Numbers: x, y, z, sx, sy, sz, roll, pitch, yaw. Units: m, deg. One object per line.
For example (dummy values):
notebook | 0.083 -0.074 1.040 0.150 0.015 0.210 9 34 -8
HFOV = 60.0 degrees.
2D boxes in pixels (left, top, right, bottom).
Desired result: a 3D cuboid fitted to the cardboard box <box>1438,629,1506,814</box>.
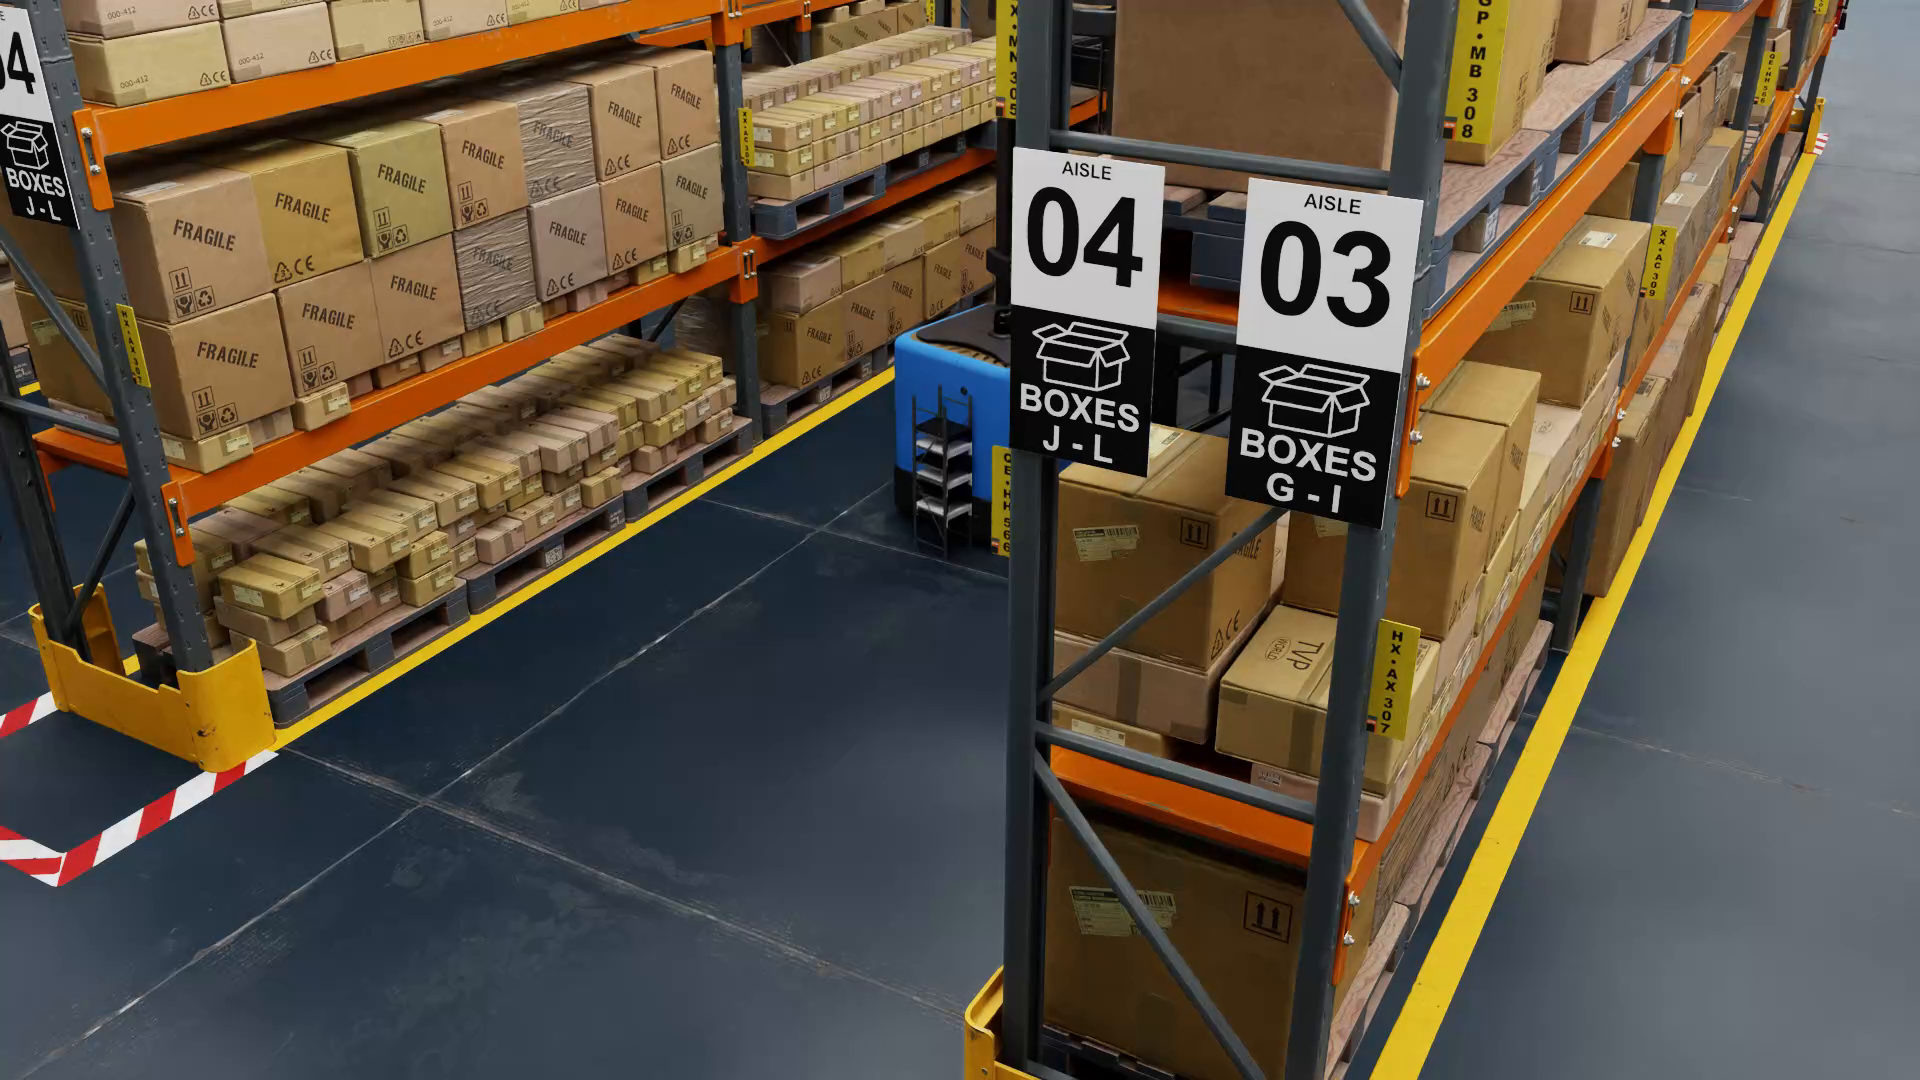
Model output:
cardboard box | 1.728 0.443 6.919 0.875 0.875 0.875 14 30 26

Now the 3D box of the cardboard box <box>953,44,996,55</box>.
cardboard box | 0.168 -3.451 11.939 0.380 0.149 0.250 15 30 28

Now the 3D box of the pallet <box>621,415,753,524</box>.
pallet | -2.003 -0.525 10.063 1.003 0.211 1.213 14 30 26

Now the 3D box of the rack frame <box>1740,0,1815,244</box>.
rack frame | 6.500 -4.028 13.945 1.000 3.000 0.127 14 30 26

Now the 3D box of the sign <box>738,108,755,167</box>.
sign | -1.227 -2.312 9.551 0.100 0.325 0.005 14 30 26

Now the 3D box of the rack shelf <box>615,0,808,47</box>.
rack shelf | -3.111 -5.109 16.909 1.077 0.370 4.000 14 30 26

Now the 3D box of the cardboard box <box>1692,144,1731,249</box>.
cardboard box | 4.255 -2.074 9.930 0.500 0.500 0.500 14 30 26

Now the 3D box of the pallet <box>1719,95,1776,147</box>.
pallet | 5.471 -3.164 12.433 1.003 0.211 1.213 14 30 26

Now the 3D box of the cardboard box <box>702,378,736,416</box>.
cardboard box | -1.582 -0.895 10.070 0.380 0.149 0.250 15 30 27

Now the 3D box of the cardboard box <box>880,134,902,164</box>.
cardboard box | -0.602 -2.572 10.849 0.380 0.149 0.250 13 29 24

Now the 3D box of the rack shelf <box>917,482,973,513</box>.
rack shelf | -0.094 -0.249 9.017 0.258 0.077 0.200 22 34 36

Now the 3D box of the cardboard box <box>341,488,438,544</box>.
cardboard box | -2.802 -0.110 8.170 0.380 0.149 0.250 13 29 24

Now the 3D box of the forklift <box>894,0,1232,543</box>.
forklift | 0.976 -1.813 9.598 1.130 2.935 3.031 22 34 36

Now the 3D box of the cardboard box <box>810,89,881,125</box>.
cardboard box | -0.724 -2.741 10.522 0.380 0.149 0.250 14 30 25

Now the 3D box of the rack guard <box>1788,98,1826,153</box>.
rack guard | 8.431 -4.439 17.560 1.175 0.500 0.348 14 30 26

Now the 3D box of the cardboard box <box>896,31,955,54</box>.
cardboard box | -0.262 -3.699 12.436 0.380 0.149 0.250 13 30 25

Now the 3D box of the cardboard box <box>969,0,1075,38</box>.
cardboard box | 0.494 -4.265 13.191 0.700 0.500 0.500 14 30 26

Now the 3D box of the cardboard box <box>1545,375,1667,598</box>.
cardboard box | 2.862 -0.402 8.606 1.225 0.875 0.875 14 30 26

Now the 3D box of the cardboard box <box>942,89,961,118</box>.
cardboard box | -0.215 -3.013 11.397 0.380 0.149 0.250 15 30 27

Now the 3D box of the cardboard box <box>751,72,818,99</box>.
cardboard box | -1.163 -2.985 11.009 0.380 0.149 0.250 13 29 24

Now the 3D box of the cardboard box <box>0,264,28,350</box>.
cardboard box | -6.905 -1.564 11.417 0.875 0.438 0.875 13 29 25

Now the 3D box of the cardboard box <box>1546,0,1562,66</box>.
cardboard box | 1.583 -1.829 5.510 0.700 0.500 0.500 16 31 28

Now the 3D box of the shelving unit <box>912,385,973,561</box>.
shelving unit | -0.094 -0.359 8.962 0.258 0.900 0.210 22 34 36

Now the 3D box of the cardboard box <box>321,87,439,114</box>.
cardboard box | -2.908 -1.950 8.233 0.500 0.500 0.500 13 29 24

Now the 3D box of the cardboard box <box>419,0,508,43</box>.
cardboard box | -2.460 -2.482 7.674 0.500 0.250 0.500 14 30 26

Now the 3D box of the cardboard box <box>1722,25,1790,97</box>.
cardboard box | 5.728 -3.566 12.438 0.797 0.503 0.637 18 32 31

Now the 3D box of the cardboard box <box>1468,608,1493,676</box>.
cardboard box | 1.563 0.295 5.591 0.380 0.149 0.250 14 30 25

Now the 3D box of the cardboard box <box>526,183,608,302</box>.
cardboard box | -2.198 -1.573 8.597 0.500 0.500 0.500 14 30 26

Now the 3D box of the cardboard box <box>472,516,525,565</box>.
cardboard box | -2.499 -0.022 8.658 0.380 0.149 0.250 13 29 24

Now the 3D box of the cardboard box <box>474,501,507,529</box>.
cardboard box | -2.597 -0.201 8.683 0.380 0.149 0.250 16 31 29

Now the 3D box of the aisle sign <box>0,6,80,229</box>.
aisle sign | -3.446 -1.551 6.093 0.394 0.787 0.004 14 30 26

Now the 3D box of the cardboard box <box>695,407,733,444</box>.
cardboard box | -1.600 -0.727 10.066 0.380 0.149 0.250 15 30 27

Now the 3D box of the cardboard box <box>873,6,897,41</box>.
cardboard box | -1.092 -6.087 19.824 0.500 0.500 0.500 16 31 29

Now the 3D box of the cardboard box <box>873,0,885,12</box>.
cardboard box | -1.107 -6.306 19.536 0.380 0.149 0.250 16 31 29

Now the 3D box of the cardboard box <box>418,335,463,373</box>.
cardboard box | -2.650 -0.947 8.072 0.380 0.149 0.250 14 30 25

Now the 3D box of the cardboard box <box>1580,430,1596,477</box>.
cardboard box | 2.447 -0.406 6.991 0.380 0.149 0.250 14 30 25

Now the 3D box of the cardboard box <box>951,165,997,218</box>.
cardboard box | 0.156 -2.682 12.742 0.500 0.250 0.500 13 30 25

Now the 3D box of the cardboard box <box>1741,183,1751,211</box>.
cardboard box | 6.732 -3.245 14.705 0.500 0.500 0.500 13 29 25

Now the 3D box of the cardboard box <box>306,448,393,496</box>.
cardboard box | -3.175 -0.342 8.633 0.380 0.149 0.250 15 30 28

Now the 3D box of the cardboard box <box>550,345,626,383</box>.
cardboard box | -2.241 -1.038 10.023 0.380 0.149 0.250 16 31 29

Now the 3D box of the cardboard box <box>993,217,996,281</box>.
cardboard box | 0.168 -2.356 12.930 0.500 0.500 0.500 14 30 26

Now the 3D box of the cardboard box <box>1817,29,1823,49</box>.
cardboard box | 7.861 -4.710 15.589 0.380 0.149 0.250 14 30 26

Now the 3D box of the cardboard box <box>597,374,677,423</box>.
cardboard box | -1.859 -0.818 9.584 0.380 0.149 0.250 14 30 26

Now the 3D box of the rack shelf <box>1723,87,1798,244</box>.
rack shelf | 5.517 -2.927 12.549 1.077 0.370 4.000 14 30 26

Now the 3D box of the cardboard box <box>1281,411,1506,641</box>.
cardboard box | 1.314 -0.075 5.046 0.500 0.500 0.500 13 30 25

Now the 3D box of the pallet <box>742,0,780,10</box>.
pallet | -2.630 -5.858 17.816 1.003 0.211 1.213 14 30 26

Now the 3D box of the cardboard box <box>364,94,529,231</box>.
cardboard box | -2.454 -1.819 7.972 0.500 0.500 0.500 13 29 25

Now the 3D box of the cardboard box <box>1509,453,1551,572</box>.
cardboard box | 1.821 -0.148 6.030 0.500 0.250 0.500 14 30 25

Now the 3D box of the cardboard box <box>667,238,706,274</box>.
cardboard box | -1.672 -1.642 9.460 0.380 0.149 0.250 13 30 25

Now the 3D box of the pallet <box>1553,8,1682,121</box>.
pallet | 2.153 -1.895 6.433 1.003 0.211 1.213 14 30 26

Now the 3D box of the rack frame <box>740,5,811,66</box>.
rack frame | -2.127 -6.210 18.305 1.000 3.000 0.127 14 30 26

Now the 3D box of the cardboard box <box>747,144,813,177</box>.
cardboard box | -1.109 -2.302 9.977 0.380 0.149 0.250 15 30 27
